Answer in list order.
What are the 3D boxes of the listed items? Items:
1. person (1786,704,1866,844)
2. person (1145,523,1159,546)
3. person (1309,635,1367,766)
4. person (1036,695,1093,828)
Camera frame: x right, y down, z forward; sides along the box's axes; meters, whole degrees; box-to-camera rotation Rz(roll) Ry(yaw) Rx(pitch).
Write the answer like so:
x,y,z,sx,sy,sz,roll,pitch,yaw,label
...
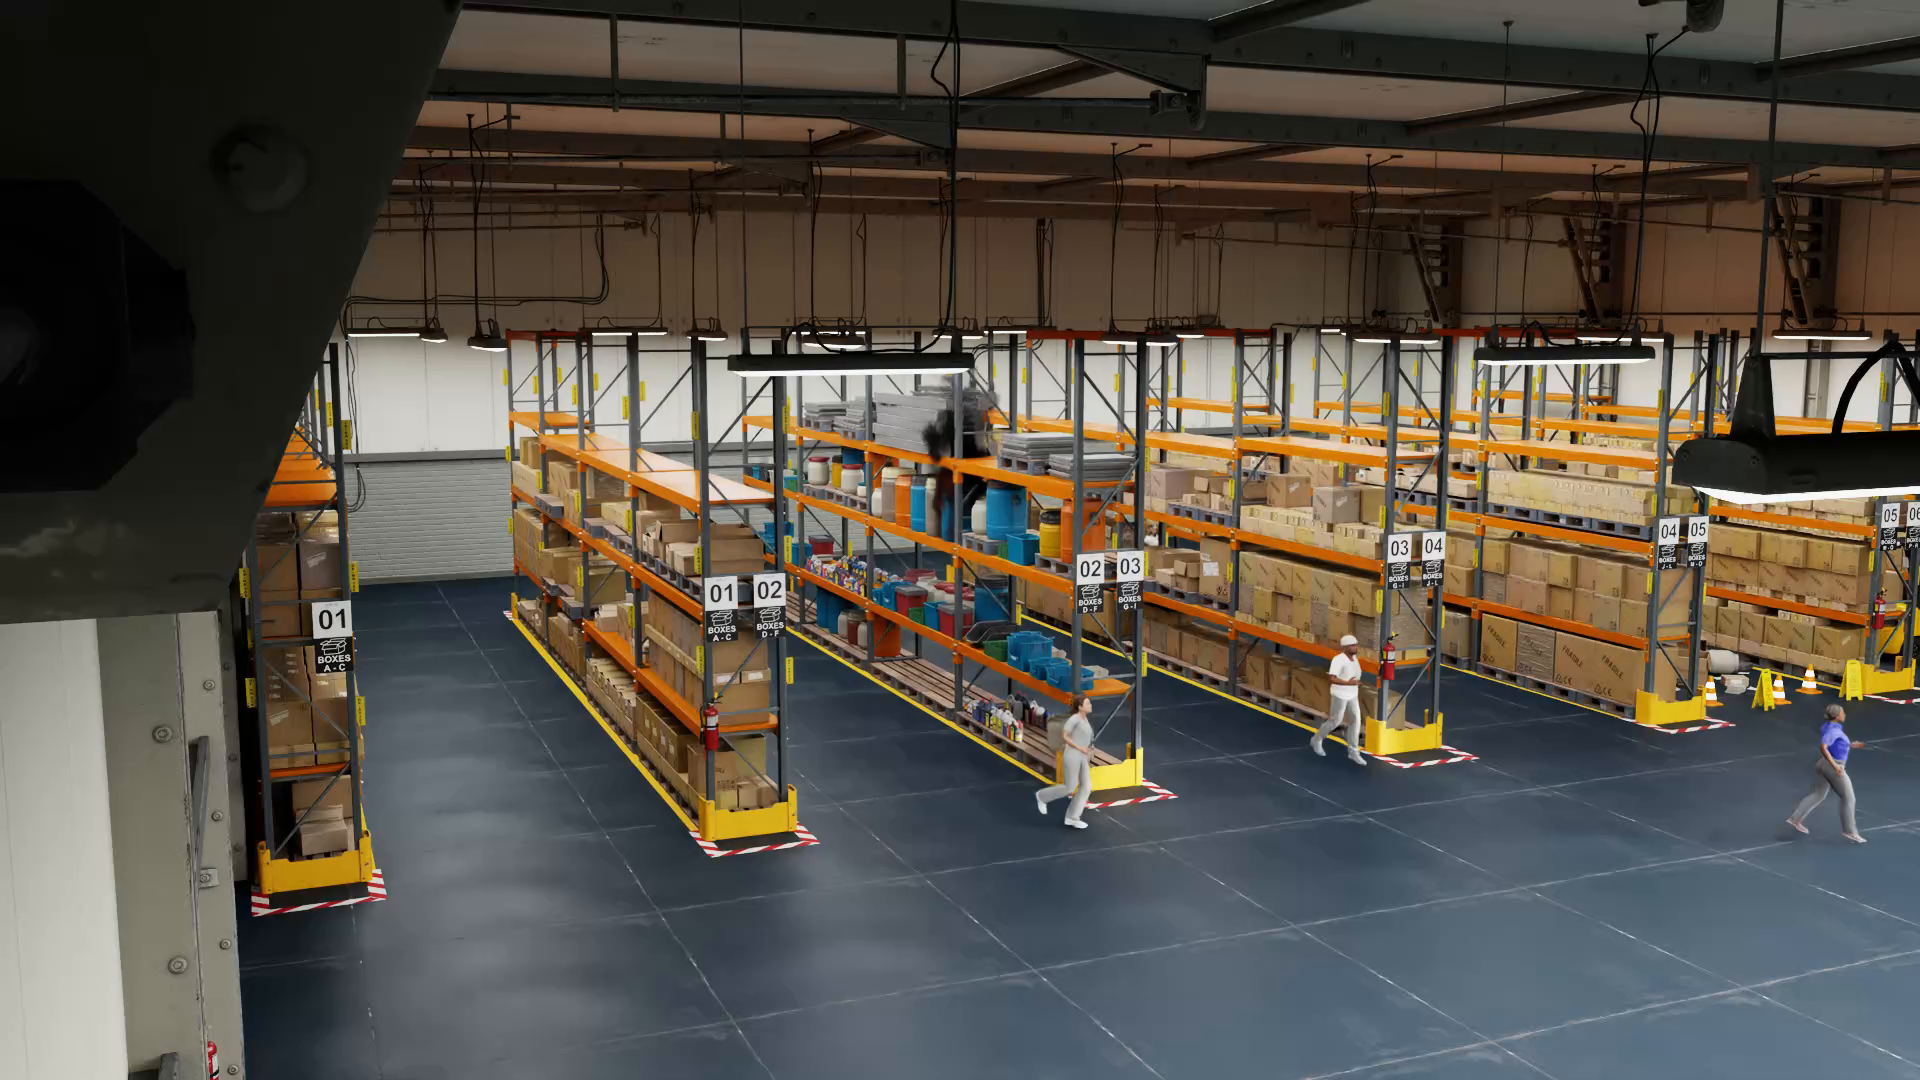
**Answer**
x,y,z,sx,sy,sz,roll,pitch,yaw,label
10.455,2.793,19.957,0.867,1.682,0.562,0,8,4,person
4.332,0.434,37.351,0.660,1.650,0.636,-3,8,-20,person
5.415,2.223,23.484,0.717,1.792,0.873,-7,11,-44,person
1.392,2.723,20.850,0.760,1.596,0.626,5,9,33,person
